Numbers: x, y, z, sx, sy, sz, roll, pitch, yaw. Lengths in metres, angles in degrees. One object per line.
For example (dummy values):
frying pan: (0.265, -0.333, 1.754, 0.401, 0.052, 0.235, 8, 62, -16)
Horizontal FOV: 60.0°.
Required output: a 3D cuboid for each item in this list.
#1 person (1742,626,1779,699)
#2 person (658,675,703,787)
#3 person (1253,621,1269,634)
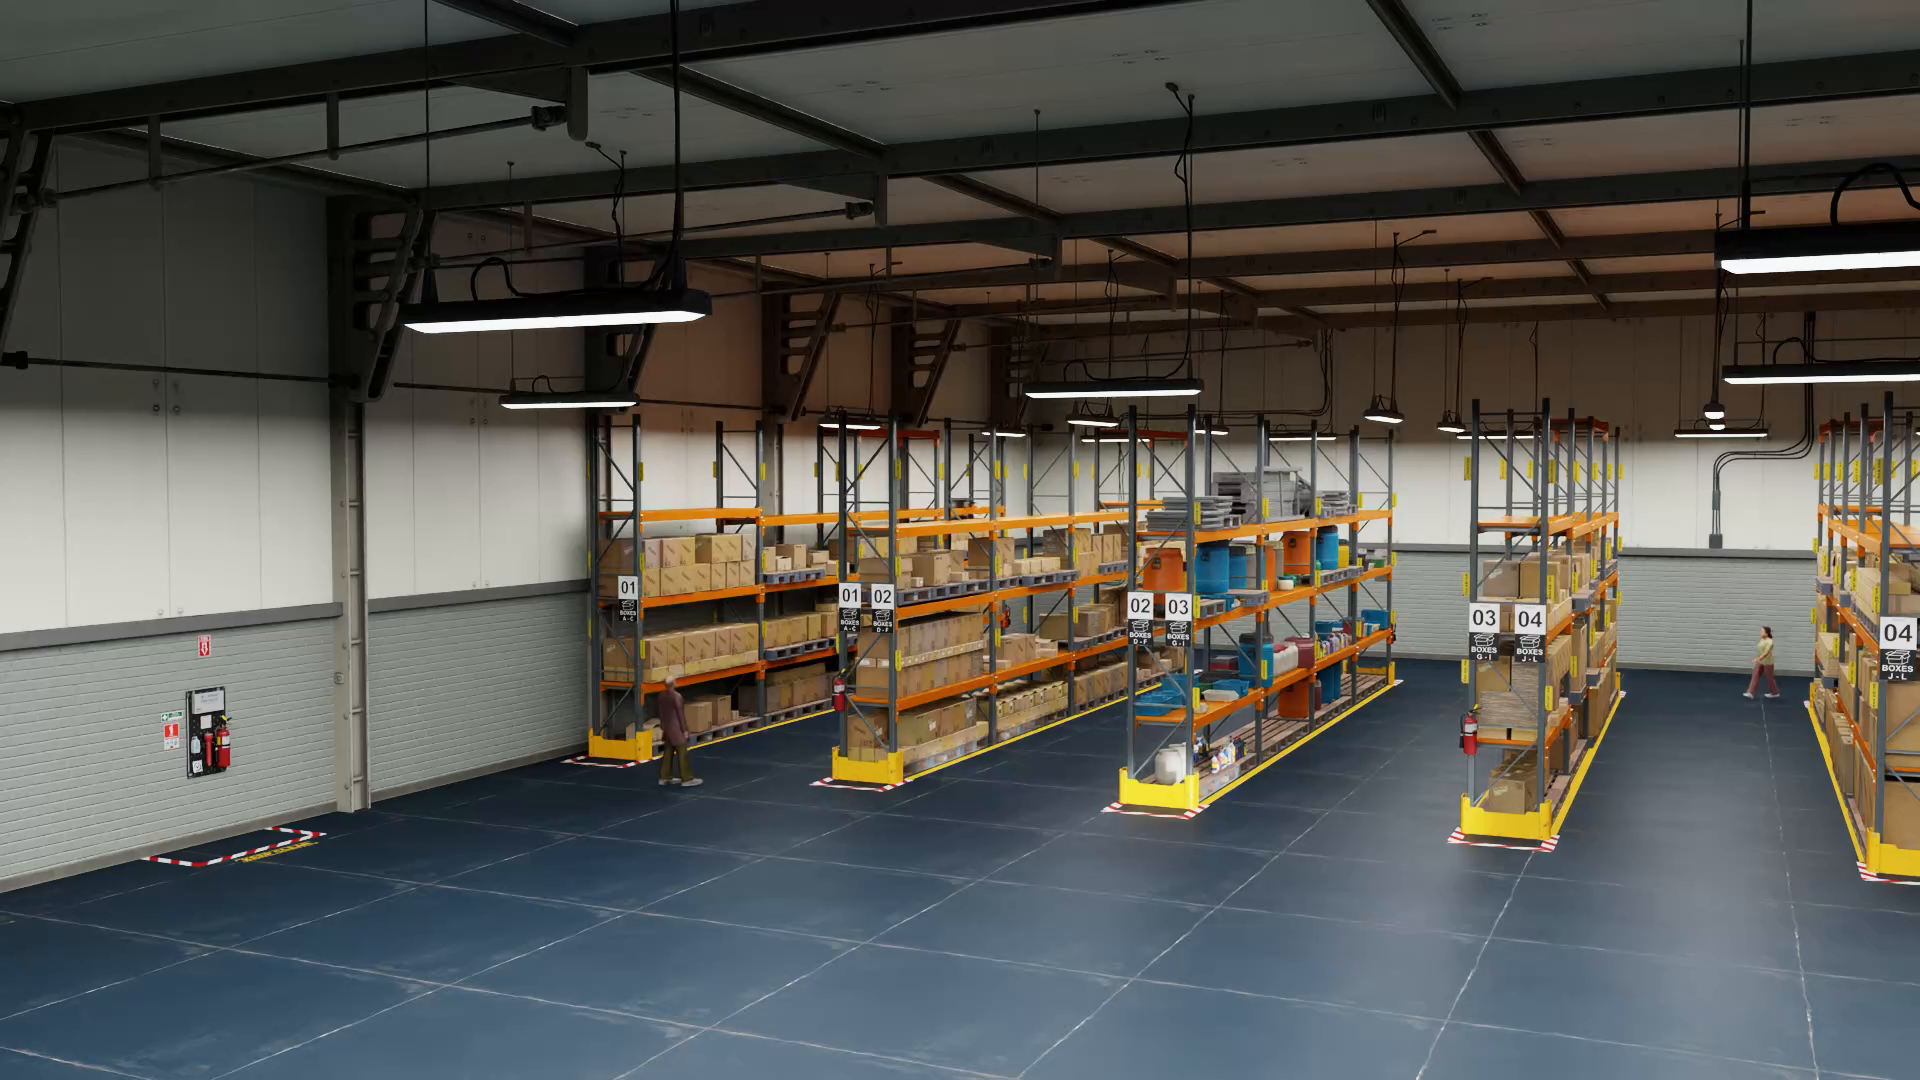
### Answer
person: (17.539, 2.680, 36.307, 1.036, 1.599, 0.468, -1, 2, -19)
person: (-4.463, 3.026, 26.522, 0.633, 1.768, 0.568, -1, 3, -29)
person: (7.169, 2.492, 39.857, 0.670, 1.748, 1.061, -2, 3, -42)
